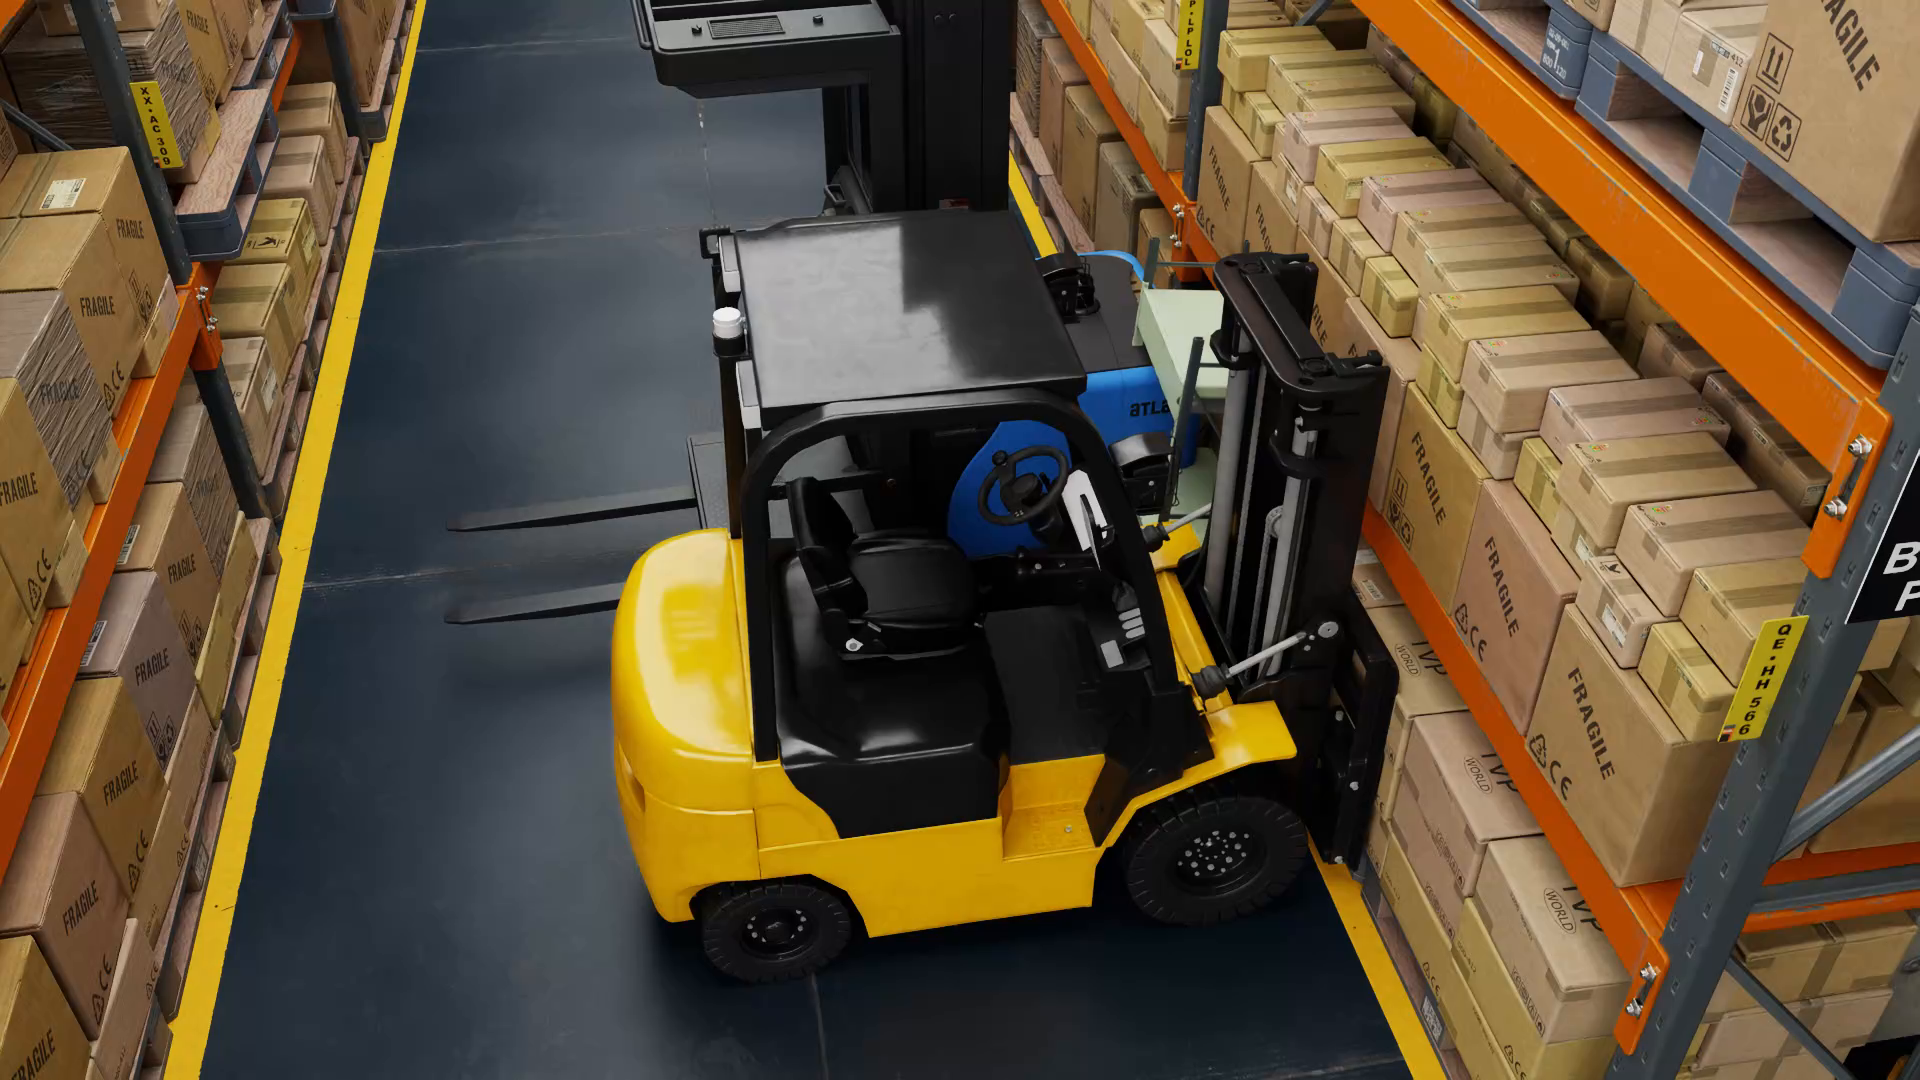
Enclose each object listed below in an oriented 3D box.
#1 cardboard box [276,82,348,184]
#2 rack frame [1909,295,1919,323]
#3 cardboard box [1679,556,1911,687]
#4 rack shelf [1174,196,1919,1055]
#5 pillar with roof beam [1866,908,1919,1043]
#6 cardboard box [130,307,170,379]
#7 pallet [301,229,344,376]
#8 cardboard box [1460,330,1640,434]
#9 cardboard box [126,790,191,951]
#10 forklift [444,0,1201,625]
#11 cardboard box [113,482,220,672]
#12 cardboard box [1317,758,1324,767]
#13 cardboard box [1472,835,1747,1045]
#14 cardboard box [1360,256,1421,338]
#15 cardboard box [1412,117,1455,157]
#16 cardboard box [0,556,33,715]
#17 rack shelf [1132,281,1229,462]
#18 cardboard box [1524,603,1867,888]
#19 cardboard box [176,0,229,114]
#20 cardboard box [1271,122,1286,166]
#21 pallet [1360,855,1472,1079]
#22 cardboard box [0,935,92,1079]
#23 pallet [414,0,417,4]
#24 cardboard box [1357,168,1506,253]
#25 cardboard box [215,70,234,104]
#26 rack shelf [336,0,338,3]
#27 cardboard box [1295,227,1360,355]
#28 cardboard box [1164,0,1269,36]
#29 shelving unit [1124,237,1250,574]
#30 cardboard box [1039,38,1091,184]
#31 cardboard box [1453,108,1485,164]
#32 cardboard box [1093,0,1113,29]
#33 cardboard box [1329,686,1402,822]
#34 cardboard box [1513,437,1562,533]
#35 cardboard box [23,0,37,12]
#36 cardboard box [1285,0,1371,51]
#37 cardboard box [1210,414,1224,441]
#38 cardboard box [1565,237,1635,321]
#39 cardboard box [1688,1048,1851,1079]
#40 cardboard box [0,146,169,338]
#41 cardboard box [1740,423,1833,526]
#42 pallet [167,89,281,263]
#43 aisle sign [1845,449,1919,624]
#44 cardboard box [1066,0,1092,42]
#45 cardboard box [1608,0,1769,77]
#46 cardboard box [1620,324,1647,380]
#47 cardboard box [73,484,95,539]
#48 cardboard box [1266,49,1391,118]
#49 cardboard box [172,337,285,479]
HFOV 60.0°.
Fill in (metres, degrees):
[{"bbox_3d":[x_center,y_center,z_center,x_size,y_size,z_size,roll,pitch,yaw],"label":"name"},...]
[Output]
[{"bbox_3d":[-4.064,-2.301,9.566,0.950,0.372,0.625,-9,39,-11],"label":"cardboard box"},{"bbox_3d":[2.135,-1.588,1.960,1.000,3.000,0.127,-6,38,-8],"label":"rack frame"},{"bbox_3d":[1.865,0.174,3.729,0.380,0.149,0.250,-6,38,-8],"label":"cardboard box"},{"bbox_3d":[1.784,-0.143,5.576,1.077,0.370,4.000,-6,38,-8],"label":"rack shelf"},{"bbox_3d":[-1.338,-1.643,2.030,9.100,9.000,0.400,-6,38,-8],"label":"pillar with roof beam"},{"bbox_3d":[-3.045,-0.689,5.896,0.380,0.149,0.250,-5,38,-7],"label":"cardboard box"},{"bbox_3d":[-3.808,-1.207,8.631,1.003,0.211,1.213,-6,38,-8],"label":"pallet"},{"bbox_3d":[1.593,-0.431,4.507,0.380,0.149,0.250,-5,38,-7],"label":"cardboard box"},{"bbox_3d":[-2.810,1.082,5.311,0.500,0.250,0.500,-4,38,-5],"label":"cardboard box"},{"bbox_3d":[-0.609,-1.071,6.239,3.031,2.935,1.130,-8,39,-10],"label":"forklift"},{"bbox_3d":[-2.993,0.160,5.887,0.500,0.500,0.500,-6,38,-7],"label":"cardboard box"},{"bbox_3d":[1.472,0.535,6.015,0.500,0.250,0.500,-5,38,-7],"label":"cardboard box"},{"bbox_3d":[1.747,1.061,4.523,0.500,0.250,0.500,-5,38,-6],"label":"cardboard box"},{"bbox_3d":[1.482,-0.774,5.191,0.380,0.149,0.250,-7,38,-9],"label":"cardboard box"},{"bbox_3d":[1.859,-1.456,6.069,0.380,0.149,0.250,-5,38,-7],"label":"cardboard box"},{"bbox_3d":[-2.746,0.224,4.193,0.500,0.500,0.500,-7,38,-9],"label":"cardboard box"},{"bbox_3d":[0.917,-0.615,6.141,0.431,0.370,0.720,0,37,-8],"label":"rack shelf"},{"bbox_3d":[1.790,0.472,4.116,0.500,0.500,0.500,-7,38,-9],"label":"cardboard box"},{"bbox_3d":[-3.341,-2.038,6.763,0.500,0.500,0.500,-6,38,-8],"label":"cardboard box"},{"bbox_3d":[1.351,-1.400,5.996,0.380,0.149,0.250,-6,38,-8],"label":"cardboard box"},{"bbox_3d":[1.960,1.424,5.244,1.003,0.211,1.213,-6,38,-8],"label":"pallet"},{"bbox_3d":[-2.625,1.409,4.279,0.500,0.500,0.500,-7,38,-9],"label":"cardboard box"},{"bbox_3d":[-4.645,-4.372,12.706,1.003,0.211,1.213,-6,38,-8],"label":"pallet"},{"bbox_3d":[1.502,-1.054,5.310,0.380,0.149,0.250,-6,38,-8],"label":"cardboard box"},{"bbox_3d":[-3.402,-2.008,7.252,0.380,0.149,0.250,-6,38,-7],"label":"cardboard box"},{"bbox_3d":[-4.504,-4.439,11.105,1.077,0.370,4.000,-6,38,-8],"label":"rack shelf"},{"bbox_3d":[1.452,-0.760,5.702,0.500,0.500,0.500,-7,38,-8],"label":"cardboard box"},{"bbox_3d":[1.092,-2.267,7.113,0.380,0.149,0.250,-7,38,-9],"label":"cardboard box"},{"bbox_3d":[0.884,-0.303,6.374,0.431,1.500,0.755,0,37,-8],"label":"shelving unit"},{"bbox_3d":[0.951,-2.507,9.626,0.875,0.625,0.625,-5,38,-6],"label":"cardboard box"},{"bbox_3d":[1.956,-1.429,5.792,0.380,0.149,0.250,-7,38,-9],"label":"cardboard box"},{"bbox_3d":[0.915,-2.662,7.946,0.500,0.250,0.500,-6,38,-7],"label":"cardboard box"},{"bbox_3d":[1.553,0.629,5.487,0.500,0.250,0.500,-7,38,-9],"label":"cardboard box"},{"bbox_3d":[1.707,-0.160,4.400,0.380,0.149,0.250,-6,38,-8],"label":"cardboard box"},{"bbox_3d":[-3.847,-1.976,6.682,0.500,0.500,0.500,-6,38,-8],"label":"cardboard box"},{"bbox_3d":[1.583,-2.166,6.983,0.380,0.149,0.250,-7,38,-9],"label":"cardboard box"},{"bbox_3d":[1.289,-0.474,6.500,0.500,0.250,0.500,-6,38,-8],"label":"cardboard box"},{"bbox_3d":[2.044,-0.796,4.976,0.380,0.149,0.250,-6,38,-8],"label":"cardboard box"},{"bbox_3d":[2.242,1.383,4.924,0.500,0.250,0.500,-6,38,-8],"label":"cardboard box"},{"bbox_3d":[-3.130,-1.015,5.787,0.500,0.500,0.500,-7,38,-9],"label":"cardboard box"},{"bbox_3d":[2.214,-0.178,4.181,0.380,0.149,0.250,-6,38,-7],"label":"cardboard box"},{"bbox_3d":[-3.443,-1.501,6.893,1.003,0.211,1.213,-6,38,-8],"label":"pallet"},{"bbox_3d":[1.857,-0.175,2.911,0.394,0.787,0.004,-6,38,-8],"label":"aisle sign"},{"bbox_3d":[0.839,-2.770,8.492,0.500,0.250,0.500,-5,38,-6],"label":"cardboard box"},{"bbox_3d":[1.646,-1.177,3.561,0.396,0.266,0.258,-6,38,-8],"label":"cardboard box"},{"bbox_3d":[2.175,-0.532,4.880,0.380,0.149,0.250,-5,38,-6],"label":"cardboard box"},{"bbox_3d":[-2.899,-0.068,5.097,0.380,0.149,0.250,-7,38,-9],"label":"cardboard box"},{"bbox_3d":[1.350,-1.678,6.112,0.380,0.149,0.250,-6,38,-7],"label":"cardboard box"},{"bbox_3d":[-3.547,-0.544,7.305,0.950,0.372,0.625,-6,38,-7],"label":"cardboard box"}]
